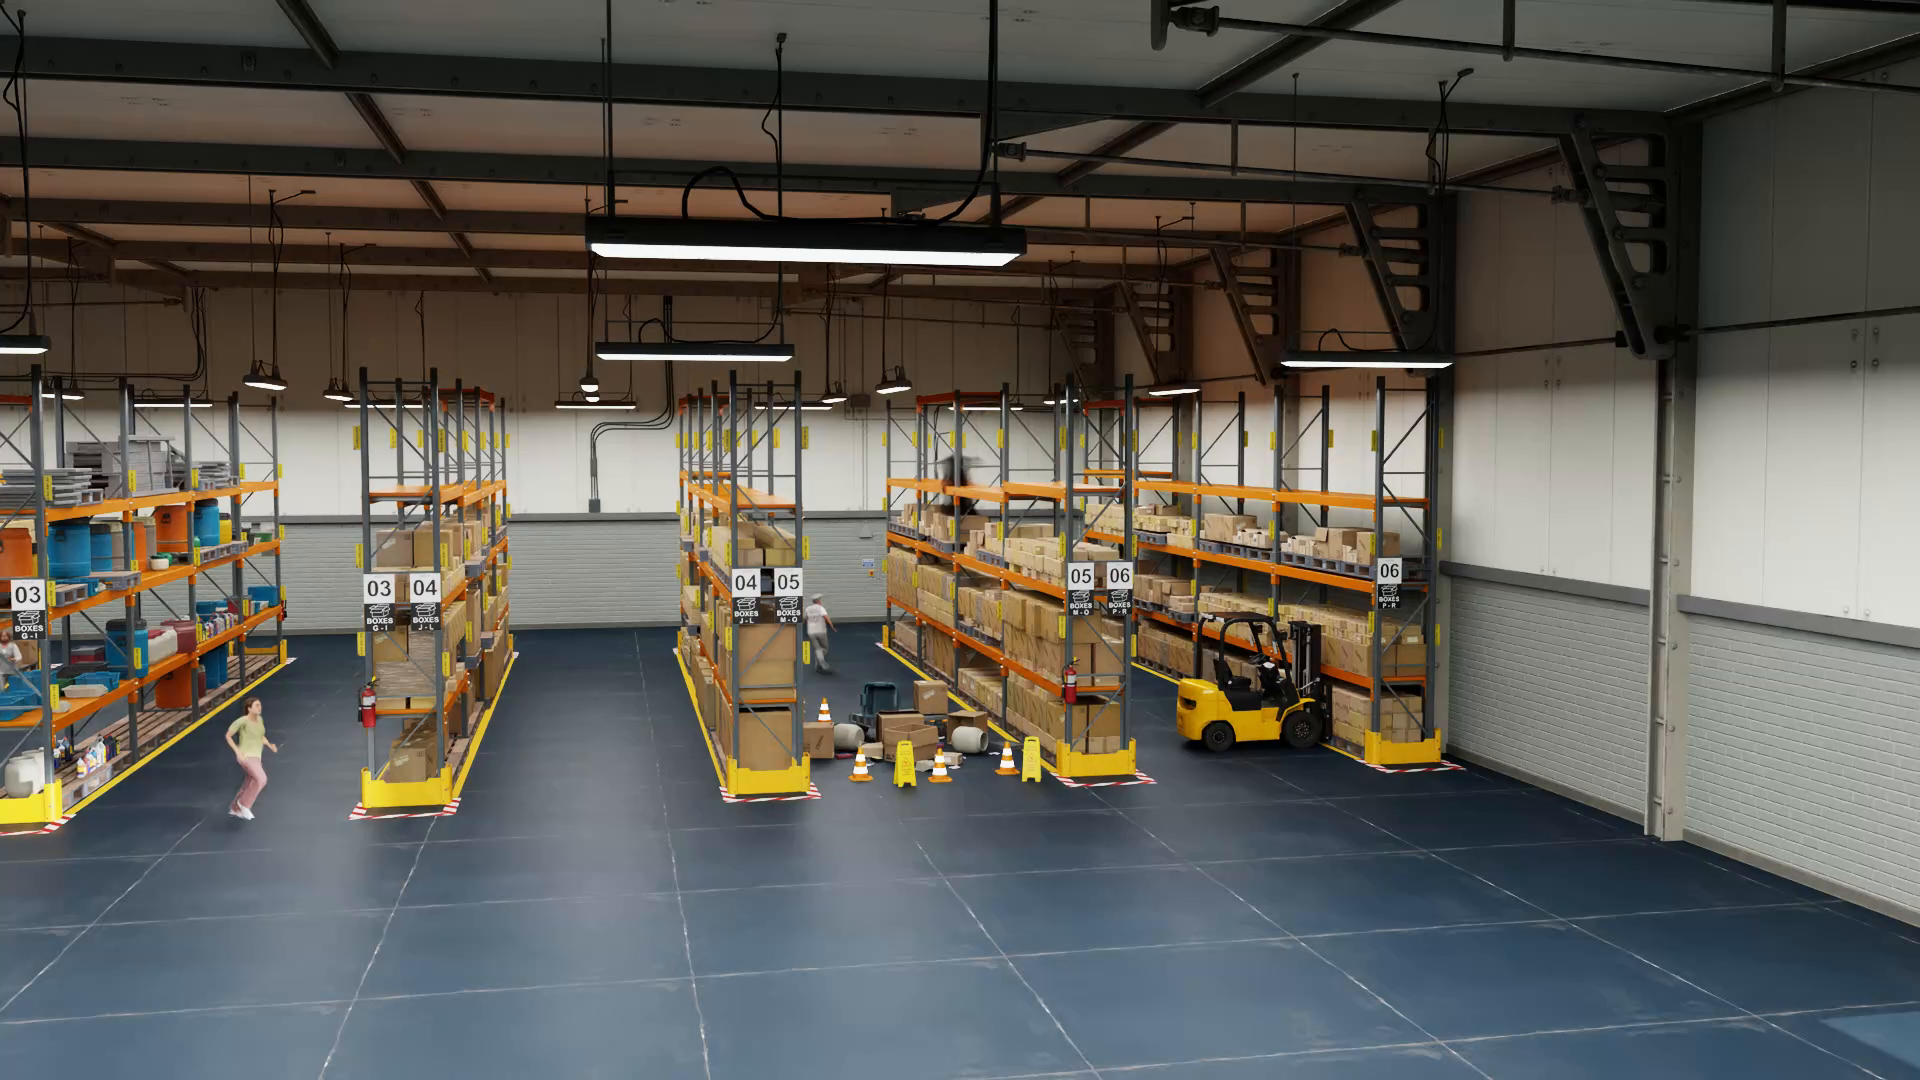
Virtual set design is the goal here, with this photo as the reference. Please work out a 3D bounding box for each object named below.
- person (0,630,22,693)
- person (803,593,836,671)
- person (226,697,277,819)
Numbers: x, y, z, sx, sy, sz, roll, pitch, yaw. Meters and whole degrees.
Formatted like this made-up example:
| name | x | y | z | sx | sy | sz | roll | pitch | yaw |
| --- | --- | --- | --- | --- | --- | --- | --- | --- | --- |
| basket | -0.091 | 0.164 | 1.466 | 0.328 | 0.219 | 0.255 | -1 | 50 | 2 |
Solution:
| name | x | y | z | sx | sy | sz | roll | pitch | yaw |
| --- | --- | --- | --- | --- | --- | --- | --- | --- | --- |
| person | -17.126 | 2.406 | 29.823 | 0.550 | 1.593 | 0.887 | -2 | 4 | -27 |
| person | -3.080 | 2.033 | 36.134 | 0.788 | 1.715 | 0.670 | 1 | 4 | 14 |
| person | -9.391 | 2.875 | 21.953 | 0.695 | 1.622 | 0.533 | 1 | 4 | 15 |
